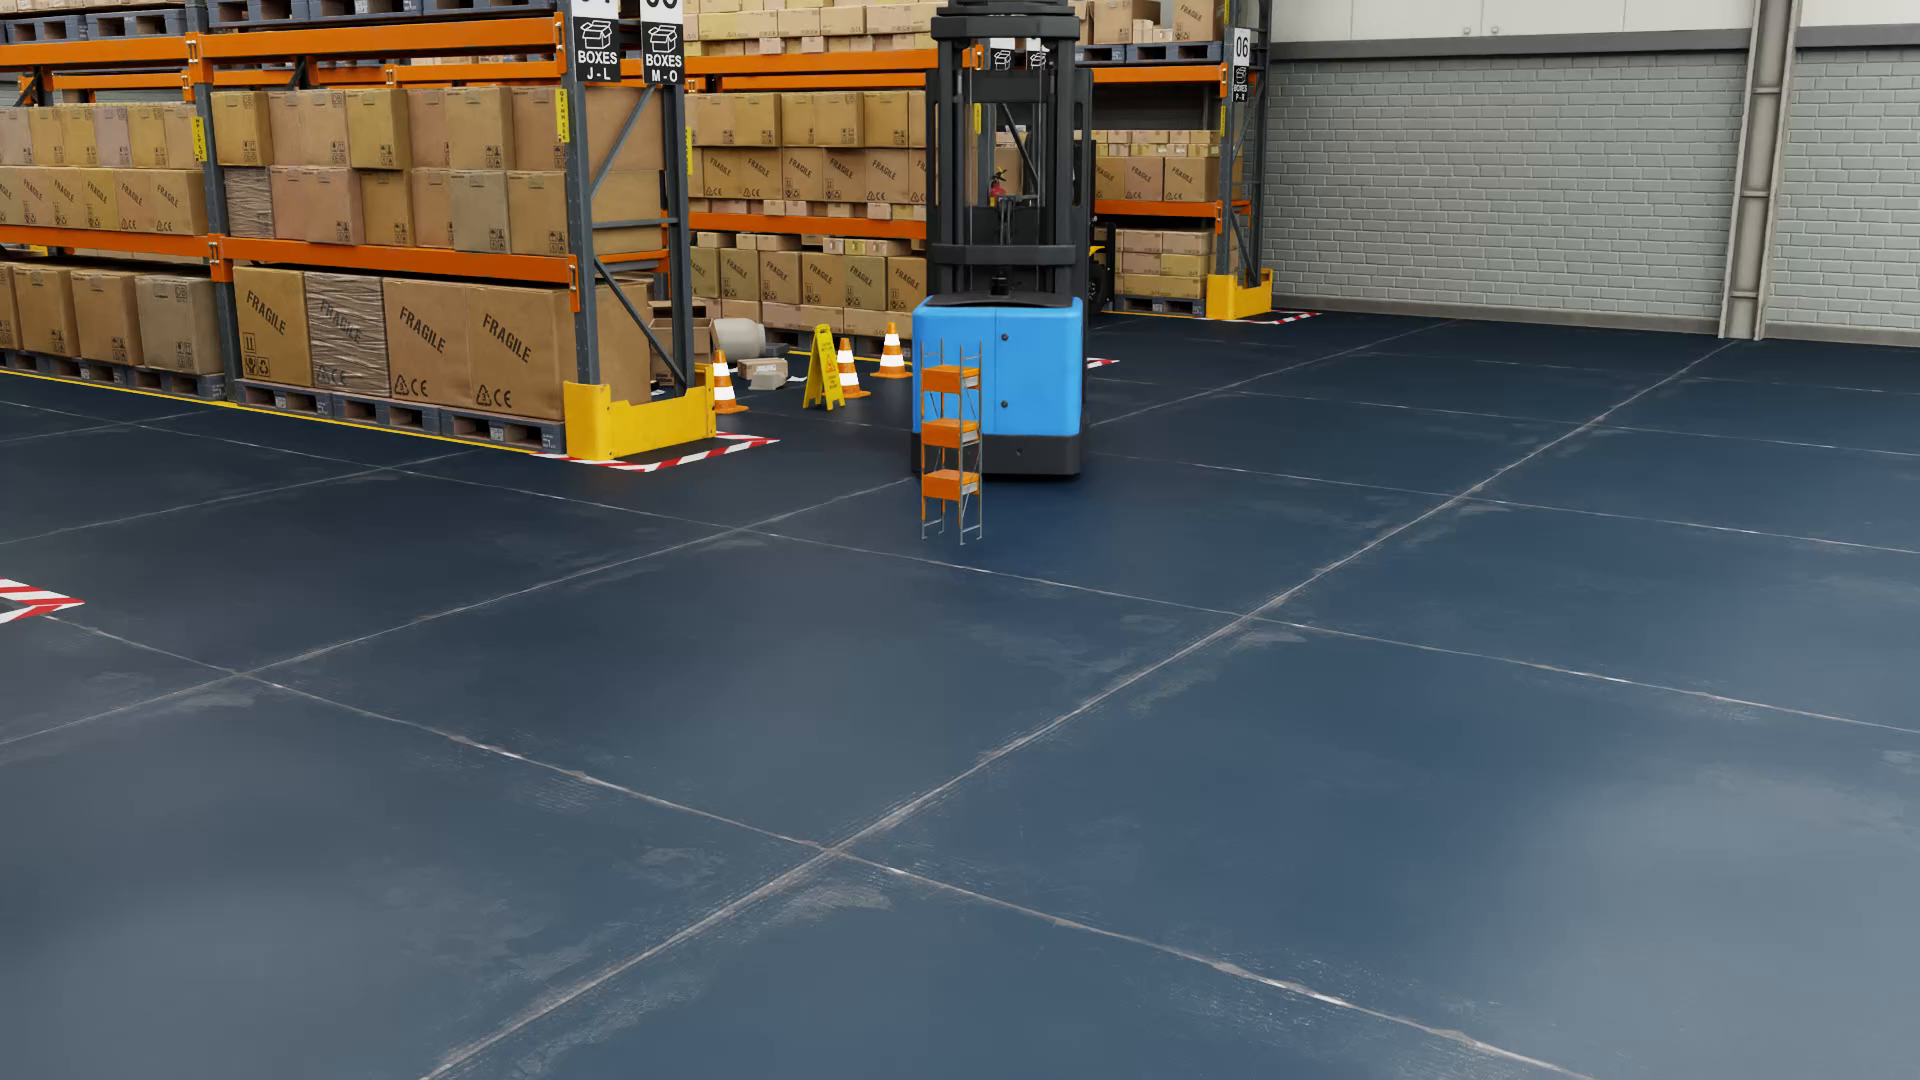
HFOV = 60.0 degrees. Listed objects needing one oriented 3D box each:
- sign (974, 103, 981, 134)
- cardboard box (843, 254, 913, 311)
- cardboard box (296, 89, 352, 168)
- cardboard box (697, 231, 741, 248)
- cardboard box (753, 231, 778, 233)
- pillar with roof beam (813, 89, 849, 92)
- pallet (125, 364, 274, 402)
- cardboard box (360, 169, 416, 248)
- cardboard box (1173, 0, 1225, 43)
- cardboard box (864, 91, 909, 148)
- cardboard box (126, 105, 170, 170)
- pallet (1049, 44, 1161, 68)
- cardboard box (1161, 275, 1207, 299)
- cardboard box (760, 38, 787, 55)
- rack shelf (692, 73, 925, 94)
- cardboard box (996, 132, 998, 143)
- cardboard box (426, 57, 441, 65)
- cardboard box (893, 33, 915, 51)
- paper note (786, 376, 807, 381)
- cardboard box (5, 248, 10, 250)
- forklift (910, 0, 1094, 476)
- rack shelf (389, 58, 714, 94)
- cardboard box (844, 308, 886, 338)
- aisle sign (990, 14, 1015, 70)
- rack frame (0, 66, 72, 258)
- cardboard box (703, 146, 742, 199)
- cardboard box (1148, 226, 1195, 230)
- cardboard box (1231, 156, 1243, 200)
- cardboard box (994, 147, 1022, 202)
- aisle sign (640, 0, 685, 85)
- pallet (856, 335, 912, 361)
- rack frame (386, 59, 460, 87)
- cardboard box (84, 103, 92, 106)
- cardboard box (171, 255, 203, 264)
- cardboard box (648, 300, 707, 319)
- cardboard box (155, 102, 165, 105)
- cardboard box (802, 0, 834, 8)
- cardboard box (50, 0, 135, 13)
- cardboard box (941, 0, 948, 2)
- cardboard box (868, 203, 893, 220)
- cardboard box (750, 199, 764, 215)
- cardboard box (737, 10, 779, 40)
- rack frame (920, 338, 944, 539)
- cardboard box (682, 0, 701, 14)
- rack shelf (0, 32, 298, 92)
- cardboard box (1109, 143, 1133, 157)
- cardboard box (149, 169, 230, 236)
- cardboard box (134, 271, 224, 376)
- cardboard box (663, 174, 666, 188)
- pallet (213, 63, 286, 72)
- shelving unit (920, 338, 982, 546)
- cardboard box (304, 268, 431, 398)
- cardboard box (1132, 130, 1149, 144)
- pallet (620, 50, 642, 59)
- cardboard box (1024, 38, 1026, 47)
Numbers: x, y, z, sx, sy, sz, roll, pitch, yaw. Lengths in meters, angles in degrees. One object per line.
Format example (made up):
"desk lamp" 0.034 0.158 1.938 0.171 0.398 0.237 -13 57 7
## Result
"sign" 0.156 -3.719 14.537 0.005 0.325 0.100 9 17 33
"cardboard box" -0.763 -2.469 15.844 0.500 0.500 0.500 10 17 35
"cardboard box" -4.336 -3.038 12.292 0.550 0.550 0.875 9 17 33
"cardboard box" -2.427 -3.034 16.776 0.250 0.149 0.380 9 17 34
"cardboard box" -2.332 -4.053 23.022 0.625 0.625 0.875 10 17 35
"pillar with roof beam" -4.206 -7.233 19.315 0.400 9.000 9.100 9 17 33
"pallet" -6.198 -1.382 13.968 1.213 0.211 1.003 9 17 33
"cardboard box" -3.855 -2.457 12.193 0.500 0.550 0.875 9 17 33
"cardboard box" 2.746 -5.869 18.759 0.500 0.500 0.500 10 17 35
"cardboard box" -0.479 -3.884 15.363 0.500 0.500 0.700 9 17 33
"cardboard box" -6.358 -3.315 13.684 0.500 0.500 0.700 9 16 32
"pallet" 1.661 -5.778 19.864 1.213 0.211 1.003 9 17 33
"cardboard box" 2.684 -2.971 19.430 0.500 0.250 0.500 9 17 33
"cardboard box" -1.694 -4.701 15.851 0.250 0.149 0.380 9 16 32
"rack shelf" -1.729 -6.013 22.127 4.000 0.370 1.077 9 17 33
"cardboard box" 0.514 -4.995 20.580 0.250 0.149 0.380 9 16 32
"cardboard box" -5.777 -5.465 18.694 0.258 0.266 0.396 9 17 33
"cardboard box" -0.396 -4.507 15.068 0.250 0.149 0.380 10 17 34
"paper note" -1.413 -1.400 14.416 0.142 0.019 0.148 3 14 14
"cardboard box" -9.692 -2.747 16.445 0.500 0.250 0.500 9 16 32
"forklift" 0.339 -2.120 11.288 1.130 2.935 3.031 1 14 5
"rack shelf" -4.496 -5.023 18.127 4.000 0.370 1.077 9 17 33
"cardboard box" -0.764 -2.106 15.938 0.500 0.250 0.500 9 17 33
"aisle sign" 0.372 -4.307 14.570 0.004 0.787 0.394 9 17 33
"rack frame" -8.834 -3.184 15.442 0.127 3.000 1.000 9 17 33
"cardboard box" -2.197 -3.664 16.553 0.500 0.500 0.500 9 17 33
"cardboard box" 2.540 -3.625 19.991 0.500 0.250 0.500 9 17 33
"cardboard box" 2.994 -4.272 19.630 0.500 0.500 0.500 10 17 35
"cardboard box" 0.244 -3.423 15.582 0.500 0.500 0.500 9 16 32
"aisle sign" -1.970 -3.423 10.999 0.004 0.787 0.394 9 17 33
"pallet" -0.235 -1.884 15.995 1.213 0.211 1.003 9 17 33
"rack frame" -6.156 -4.184 19.484 0.127 3.000 1.000 9 17 33
"cardboard box" -11.585 -5.826 22.478 0.250 0.149 0.380 9 17 33
"cardboard box" -9.936 -3.786 22.335 0.875 0.438 0.875 9 16 32
"cardboard box" -2.707 -2.021 15.941 0.500 0.500 0.500 -4 14 -16
"cardboard box" -10.267 -5.640 21.725 0.250 0.149 0.380 9 17 33
"cardboard box" -1.254 -5.018 15.473 0.250 0.149 0.380 10 17 34
"cardboard box" -7.092 -4.504 13.635 0.500 0.311 0.500 8 16 31
"cardboard box" 0.037 -4.819 14.669 0.250 0.149 0.380 9 17 33
"cardboard box" -0.650 -3.076 15.530 0.250 0.149 0.380 10 17 34
"cardboard box" -1.854 -3.297 16.423 0.250 0.149 0.380 9 17 33
"cardboard box" -1.783 -4.925 15.926 0.500 0.250 0.500 9 17 33
"rack frame" -0.146 -0.533 8.792 0.008 1.050 0.200 9 17 33
"cardboard box" -2.525 -5.233 16.340 0.250 0.149 0.380 10 17 34
"rack shelf" -7.175 -4.022 14.085 4.000 0.370 1.077 9 17 33
"cardboard box" 1.949 -4.593 19.577 0.250 0.149 0.380 9 16 31
"cardboard box" -6.097 -2.713 13.331 0.500 0.500 0.500 9 17 32
"cardboard box" -6.081 -1.824 13.759 0.750 0.750 1.050 9 17 33
"cardboard box" -3.119 -3.867 17.851 0.250 0.149 0.380 9 17 34
"pallet" -8.686 -5.971 20.857 1.217 0.209 0.805 8 16 31
"shelving unit" -0.044 -0.517 8.726 0.252 1.050 0.215 9 17 33
"cardboard box" -4.282 -1.601 12.598 0.875 0.875 0.875 9 17 33
"cardboard box" 2.216 -4.720 19.472 0.250 0.149 0.380 9 17 33
"pallet" -3.289 -5.117 17.399 1.003 0.211 1.213 9 17 33
"cardboard box" 0.771 -6.001 20.020 0.250 0.149 0.380 10 17 34
